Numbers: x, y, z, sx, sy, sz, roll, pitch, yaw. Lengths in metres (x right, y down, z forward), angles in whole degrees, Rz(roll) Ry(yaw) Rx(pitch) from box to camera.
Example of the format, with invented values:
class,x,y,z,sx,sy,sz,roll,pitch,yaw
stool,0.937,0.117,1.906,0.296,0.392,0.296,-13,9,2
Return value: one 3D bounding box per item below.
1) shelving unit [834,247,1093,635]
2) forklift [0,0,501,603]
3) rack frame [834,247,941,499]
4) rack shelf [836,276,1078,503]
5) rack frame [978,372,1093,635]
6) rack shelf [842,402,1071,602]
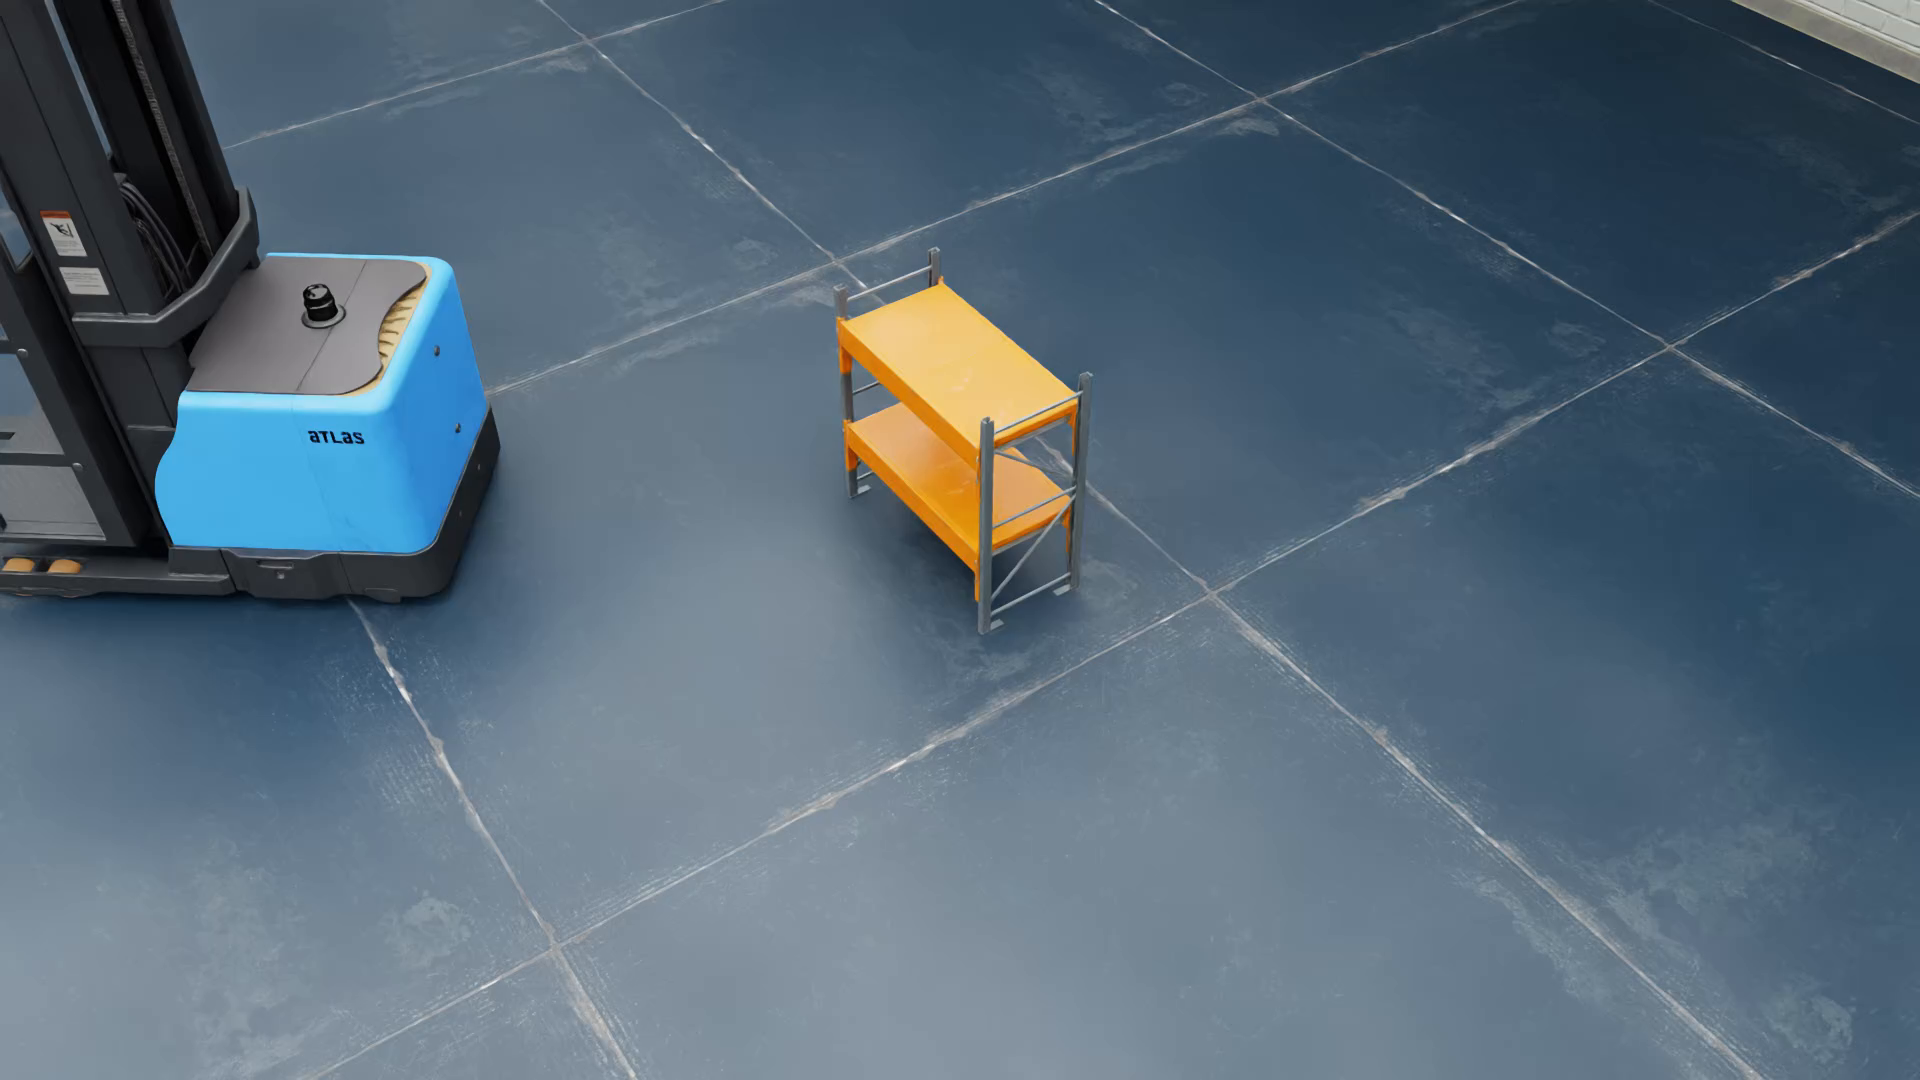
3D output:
class,x,y,z,sx,sy,sz,roll,pitch,yaw
shelving unit,-0.004,-0.411,6.857,0.538,1.125,1.048,-26,49,-24
forklift,-3.626,-1.182,6.356,3.031,2.935,1.130,2,44,2
rack frame,-0.295,-0.699,7.158,0.500,1.125,0.032,-26,49,-24
rack shelf,-0.004,-0.622,6.654,0.538,0.278,1.000,-26,49,-24
rack frame,0.287,-0.123,6.555,0.500,1.125,0.032,-26,49,-24
rack shelf,-0.004,-0.234,7.025,0.538,0.278,1.000,-26,49,-24
